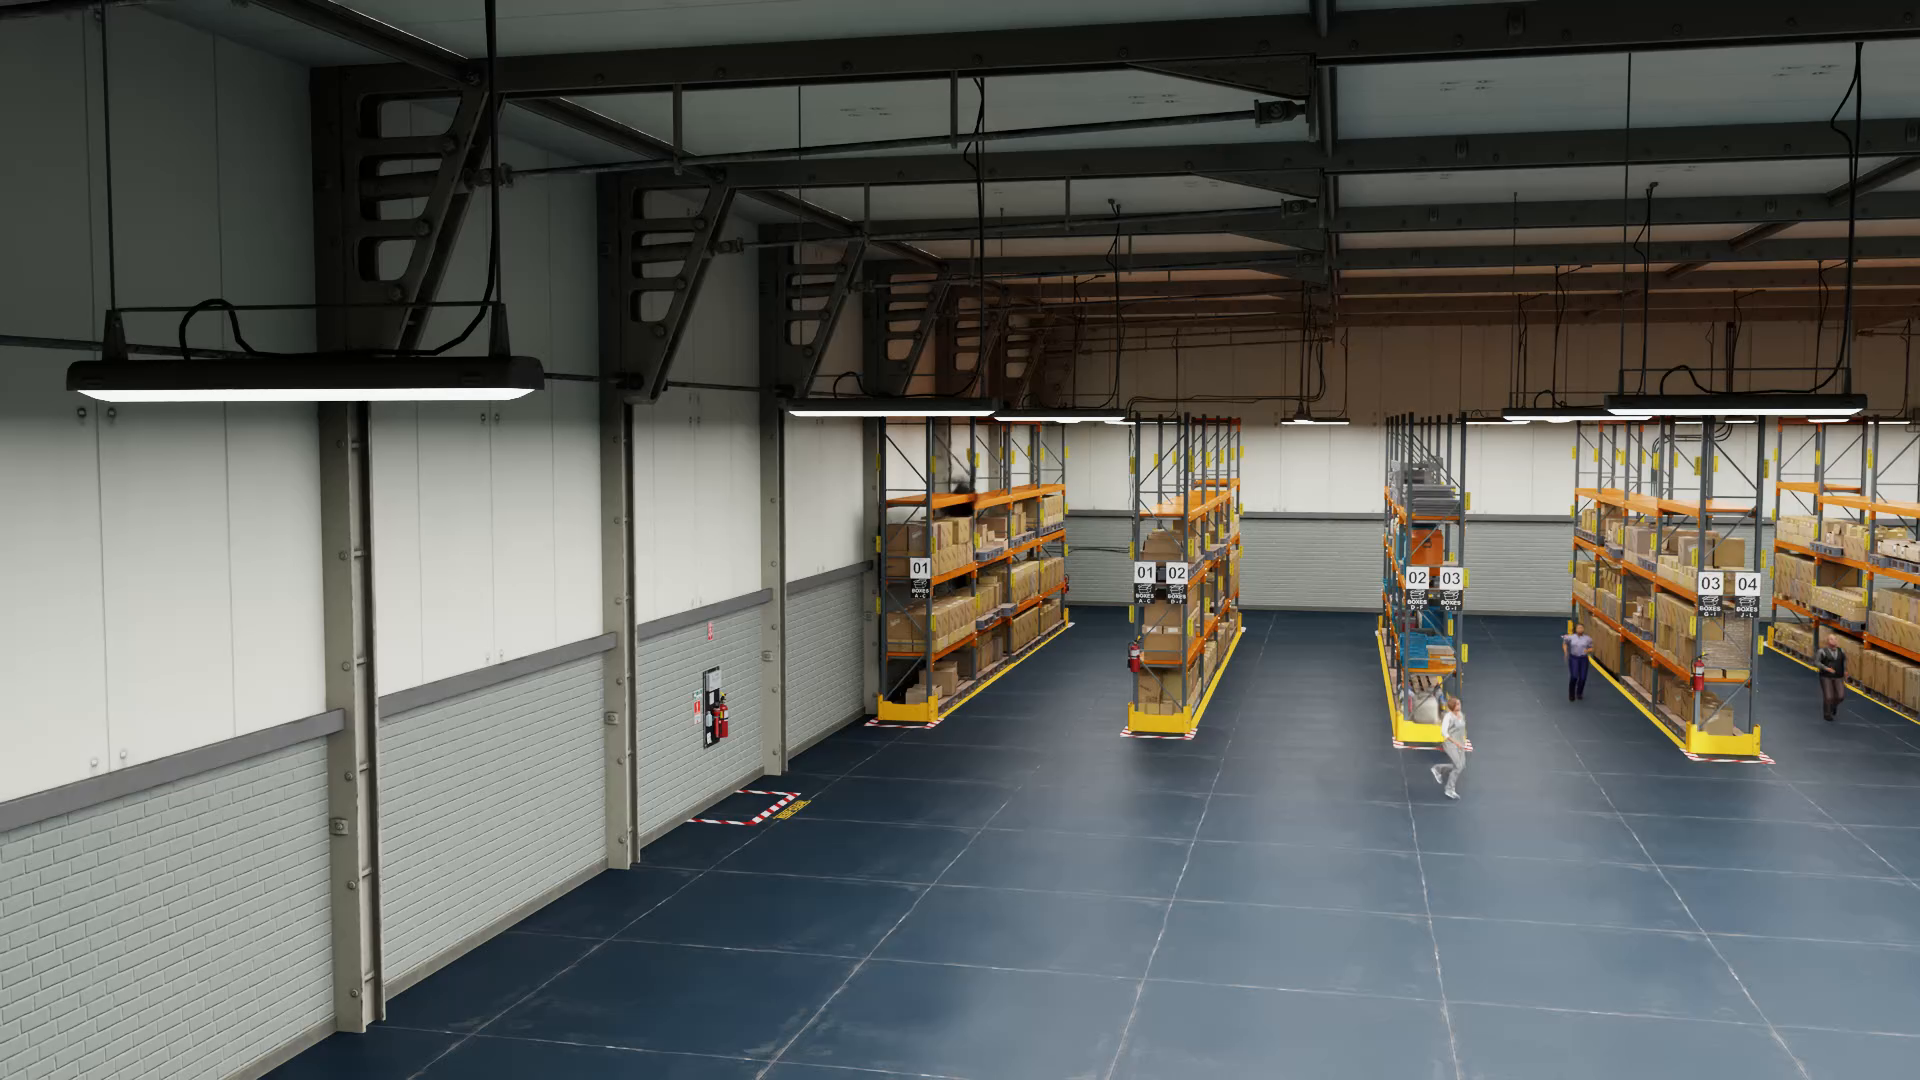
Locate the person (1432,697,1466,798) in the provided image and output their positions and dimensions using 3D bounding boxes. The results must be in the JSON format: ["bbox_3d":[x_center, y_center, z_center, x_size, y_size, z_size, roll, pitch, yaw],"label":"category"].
[{"bbox_3d":[7.607,3.209,25.812,0.562,1.578,0.604,-3,5,-42],"label":"person"}]

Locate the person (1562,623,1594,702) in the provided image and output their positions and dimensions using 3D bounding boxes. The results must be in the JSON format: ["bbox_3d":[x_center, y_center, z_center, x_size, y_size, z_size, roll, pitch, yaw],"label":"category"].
[{"bbox_3d":[12.913,2.560,34.703,0.581,1.655,0.659,1,4,10],"label":"person"}]

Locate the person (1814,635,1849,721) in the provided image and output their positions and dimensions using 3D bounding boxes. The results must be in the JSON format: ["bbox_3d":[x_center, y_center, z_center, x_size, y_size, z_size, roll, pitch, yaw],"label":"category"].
[{"bbox_3d":[17.013,2.691,32.409,0.653,1.680,0.568,1,4,8],"label":"person"}]

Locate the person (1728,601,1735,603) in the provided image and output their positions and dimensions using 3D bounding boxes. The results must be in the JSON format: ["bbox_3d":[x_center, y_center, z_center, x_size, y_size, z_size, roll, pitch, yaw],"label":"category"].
[{"bbox_3d":[19.855,1.962,43.218,0.691,1.706,0.503,3,5,38],"label":"person"}]
